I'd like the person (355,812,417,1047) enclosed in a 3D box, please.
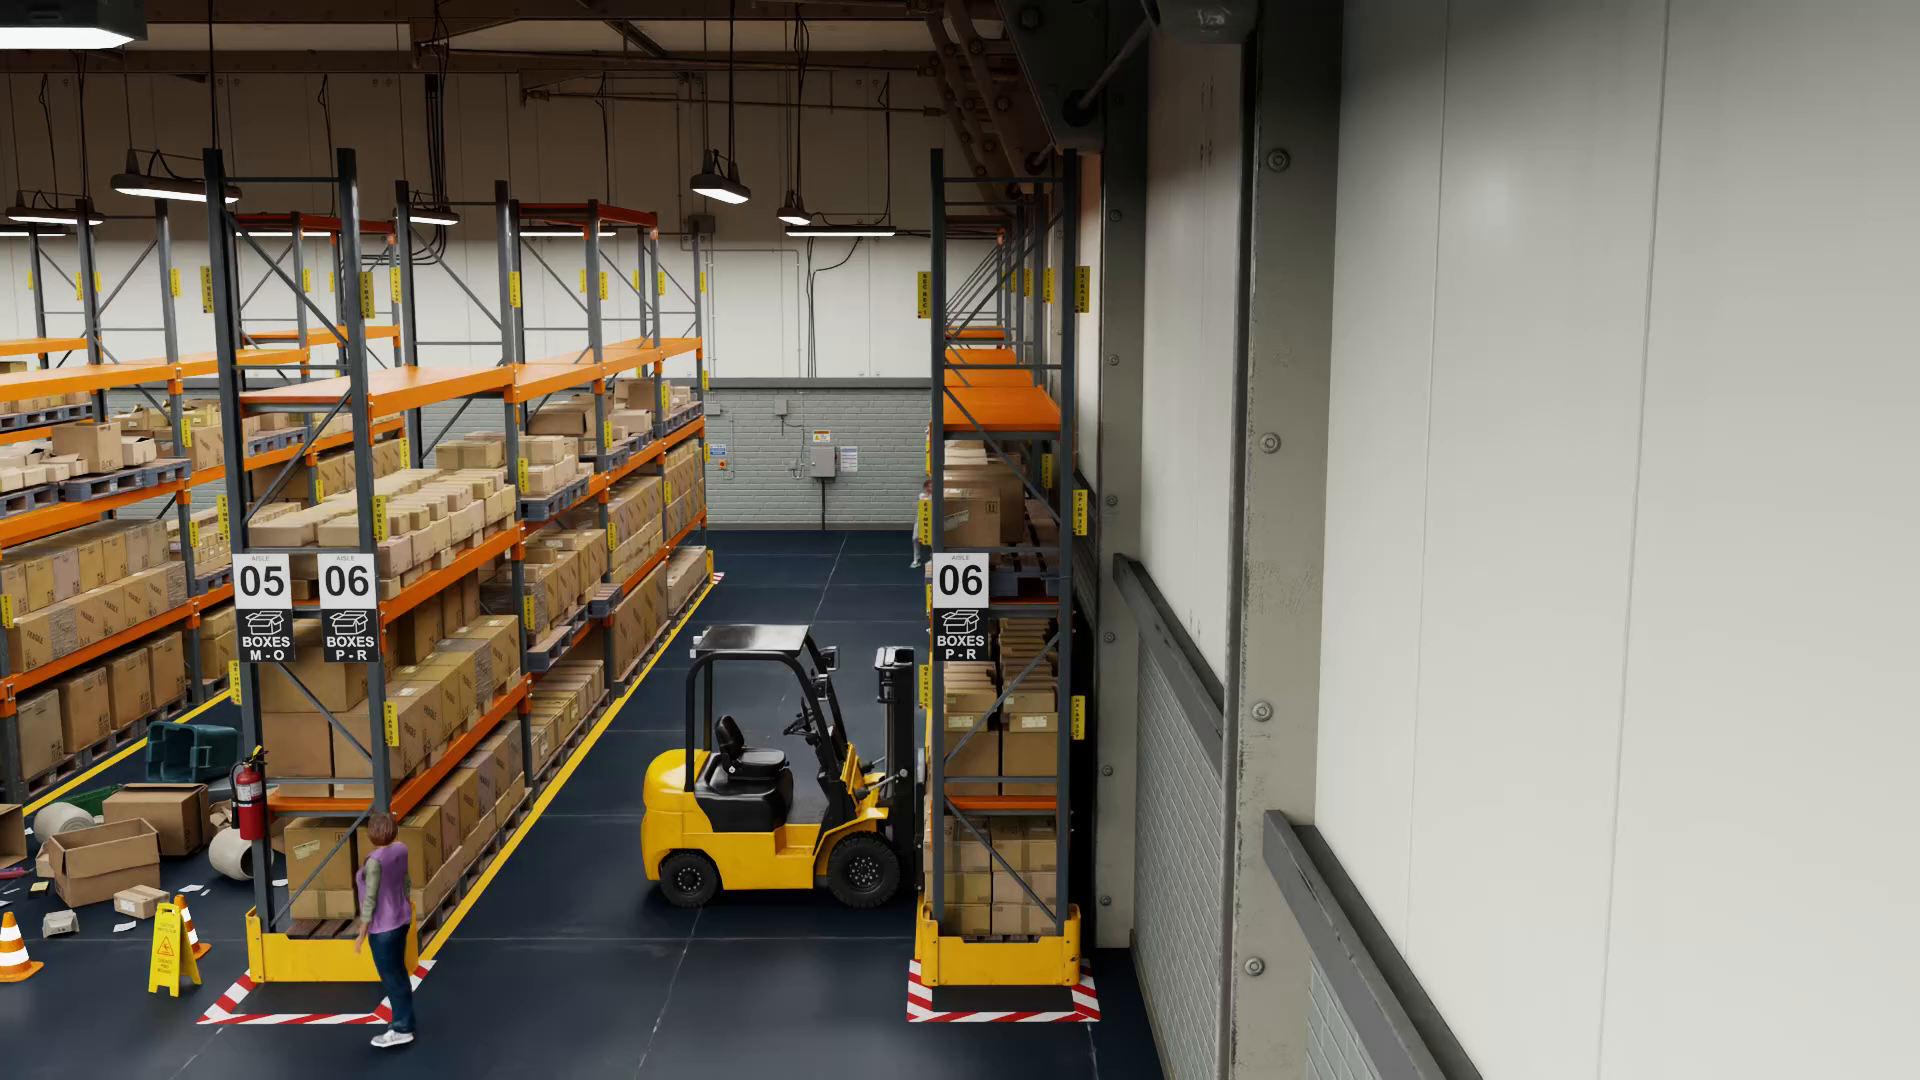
[{"bbox_3d":[-3.849,2.668,11.201,0.350,1.520,0.463,2,9,10],"label":"person"}]

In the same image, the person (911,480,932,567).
[{"bbox_3d":[-0.639,-0.291,29.516,0.453,1.533,0.612,5,10,26],"label":"person"}]
